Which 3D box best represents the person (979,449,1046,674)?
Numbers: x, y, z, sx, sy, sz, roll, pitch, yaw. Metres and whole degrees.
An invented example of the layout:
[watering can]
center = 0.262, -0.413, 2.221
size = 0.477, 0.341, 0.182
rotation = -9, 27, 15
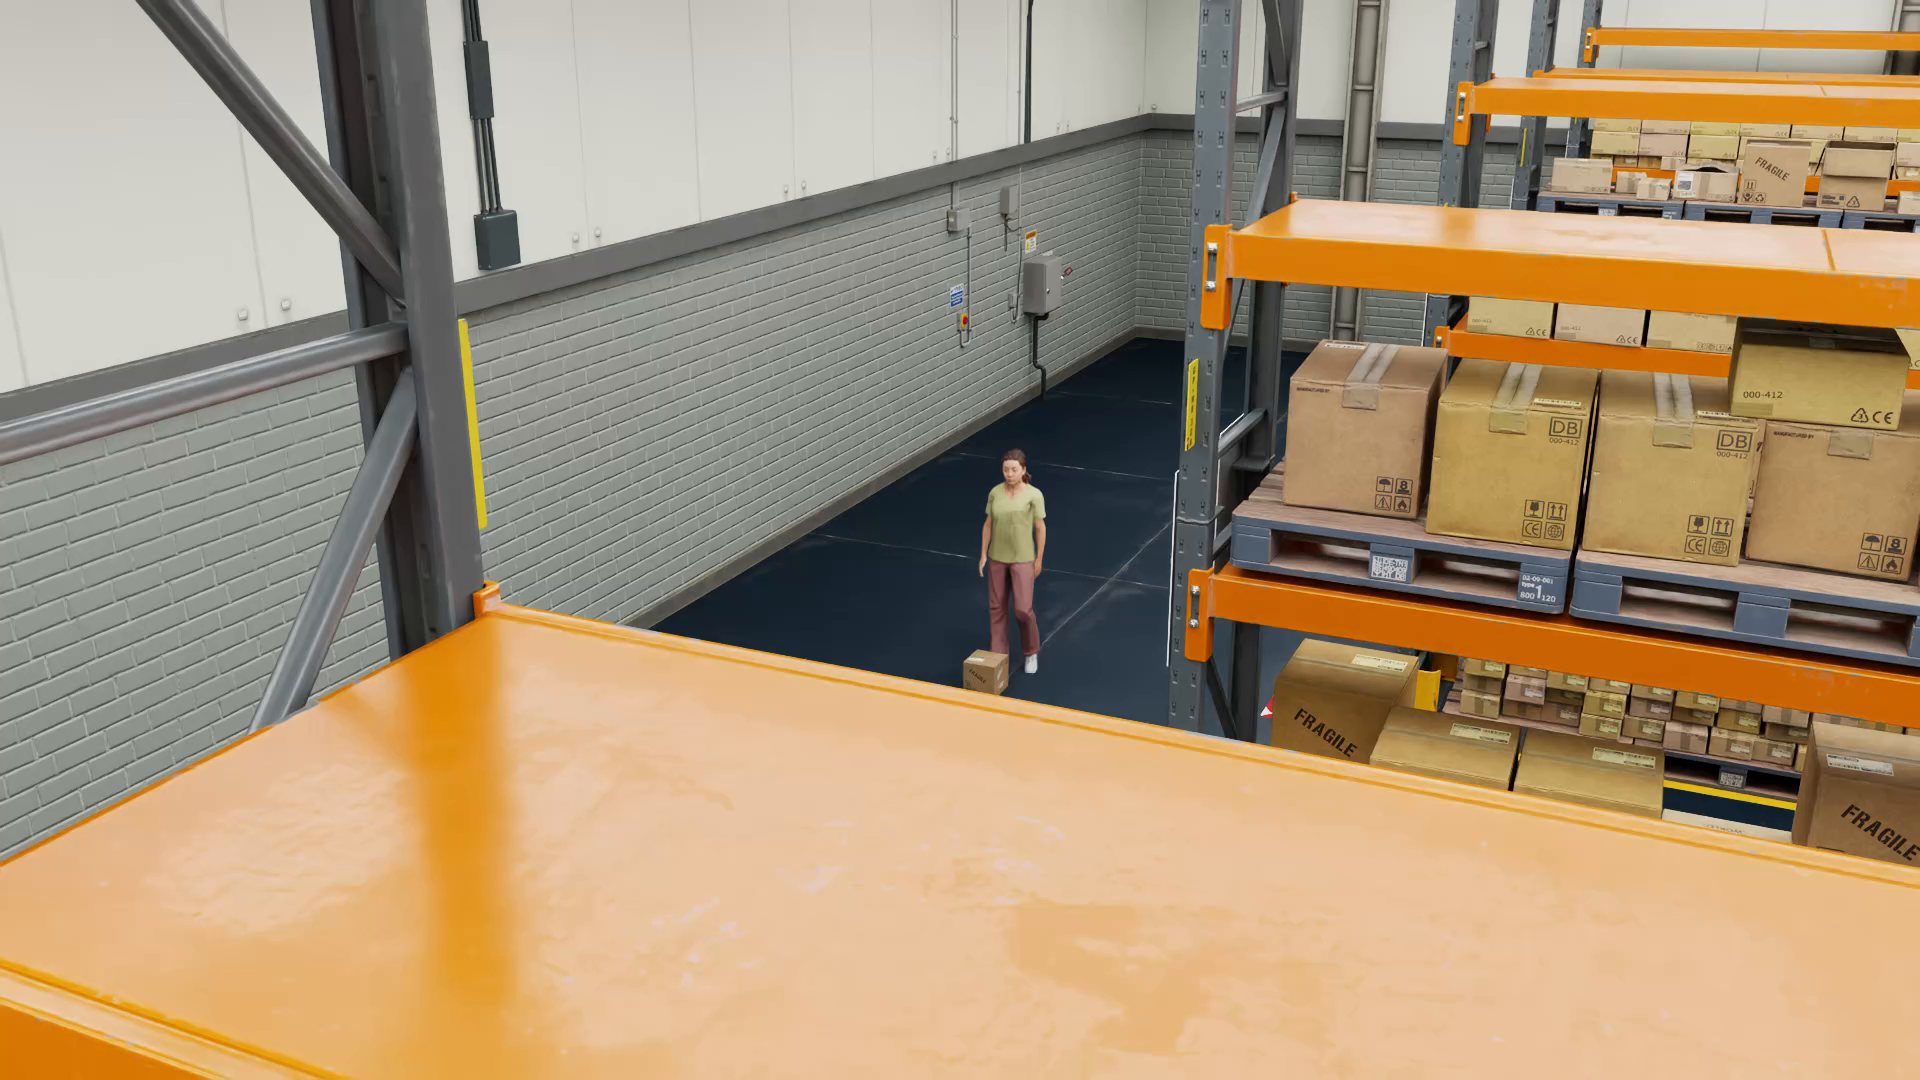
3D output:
[person]
center = 0.363, 0.177, 12.206
size = 0.462, 1.695, 0.514
rotation = 9, 21, 23
